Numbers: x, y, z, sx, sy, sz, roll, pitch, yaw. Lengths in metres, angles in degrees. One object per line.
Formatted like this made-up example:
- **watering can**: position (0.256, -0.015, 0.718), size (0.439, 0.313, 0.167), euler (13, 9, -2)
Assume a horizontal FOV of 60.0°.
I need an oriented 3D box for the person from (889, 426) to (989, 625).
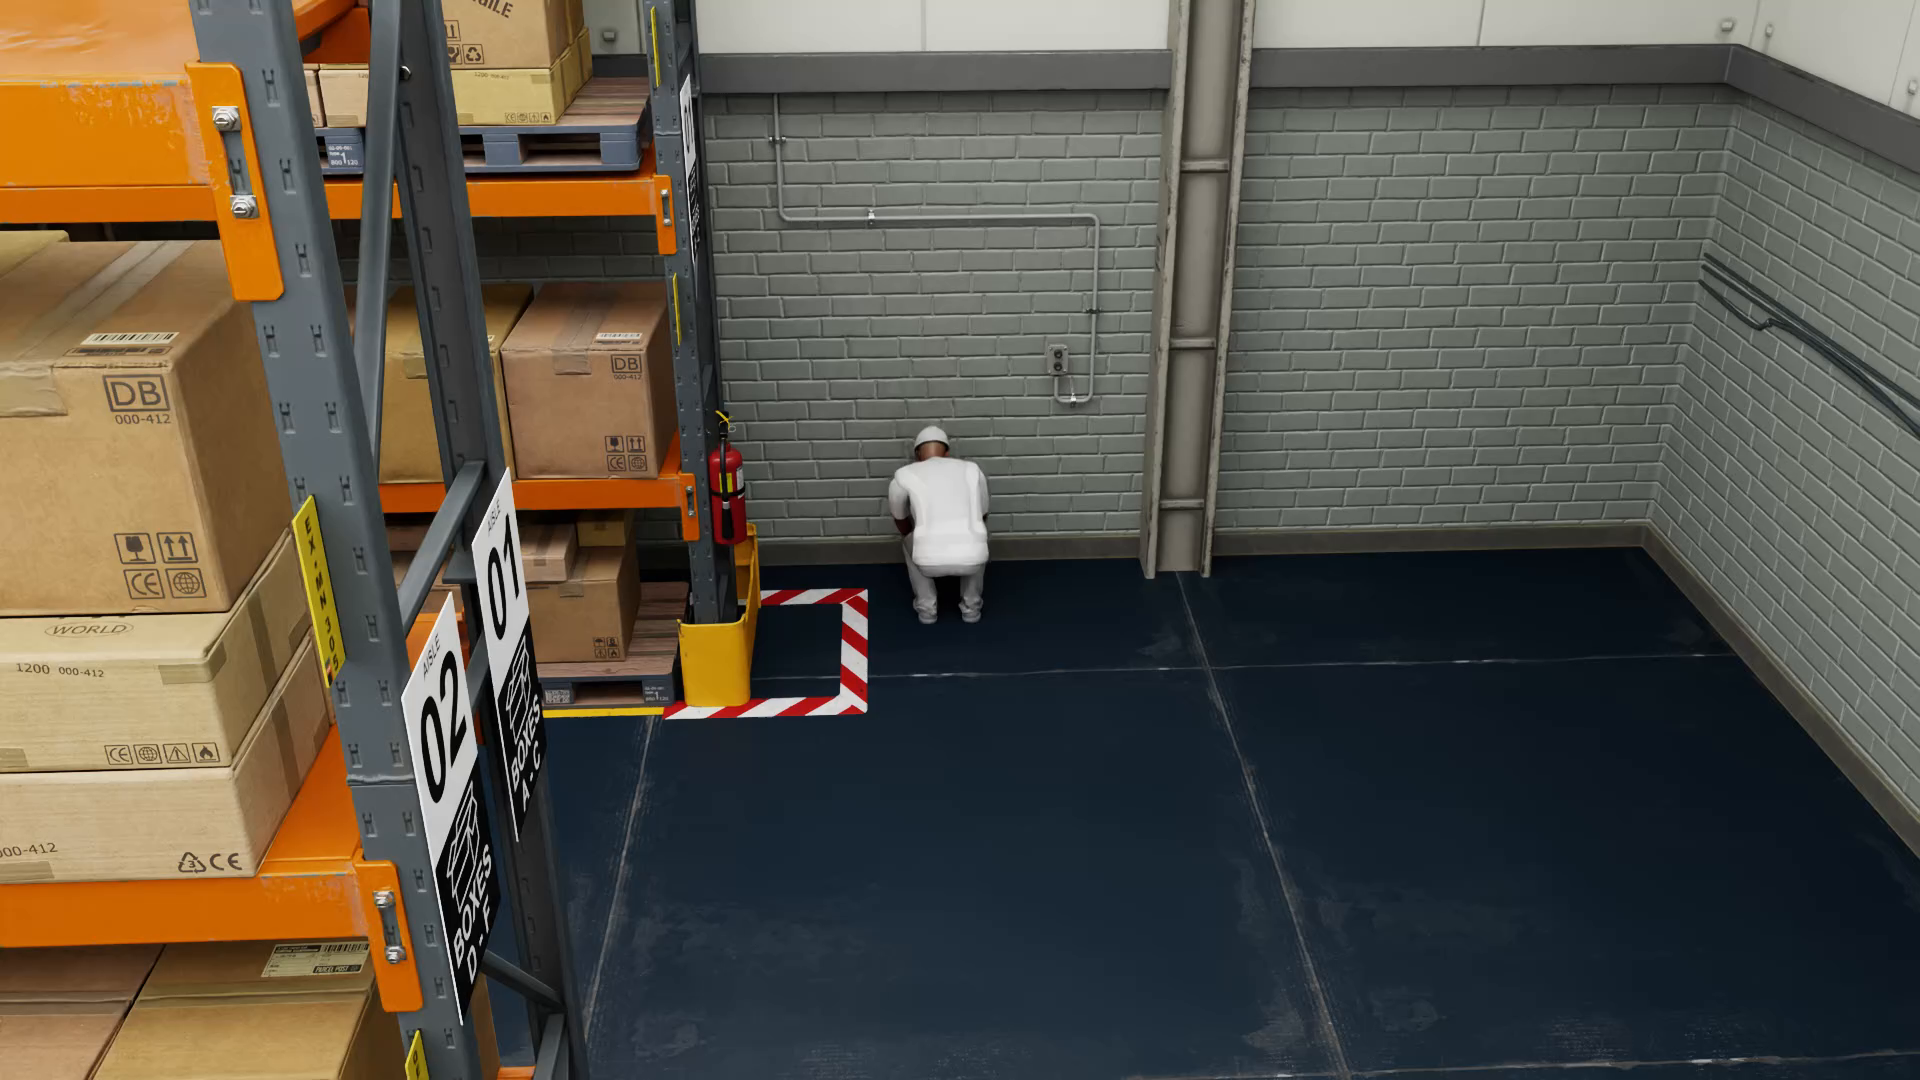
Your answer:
- **person**: position (-0.113, -0.081, 9.588), size (0.586, 1.001, 0.898), euler (-1, 27, -3)
